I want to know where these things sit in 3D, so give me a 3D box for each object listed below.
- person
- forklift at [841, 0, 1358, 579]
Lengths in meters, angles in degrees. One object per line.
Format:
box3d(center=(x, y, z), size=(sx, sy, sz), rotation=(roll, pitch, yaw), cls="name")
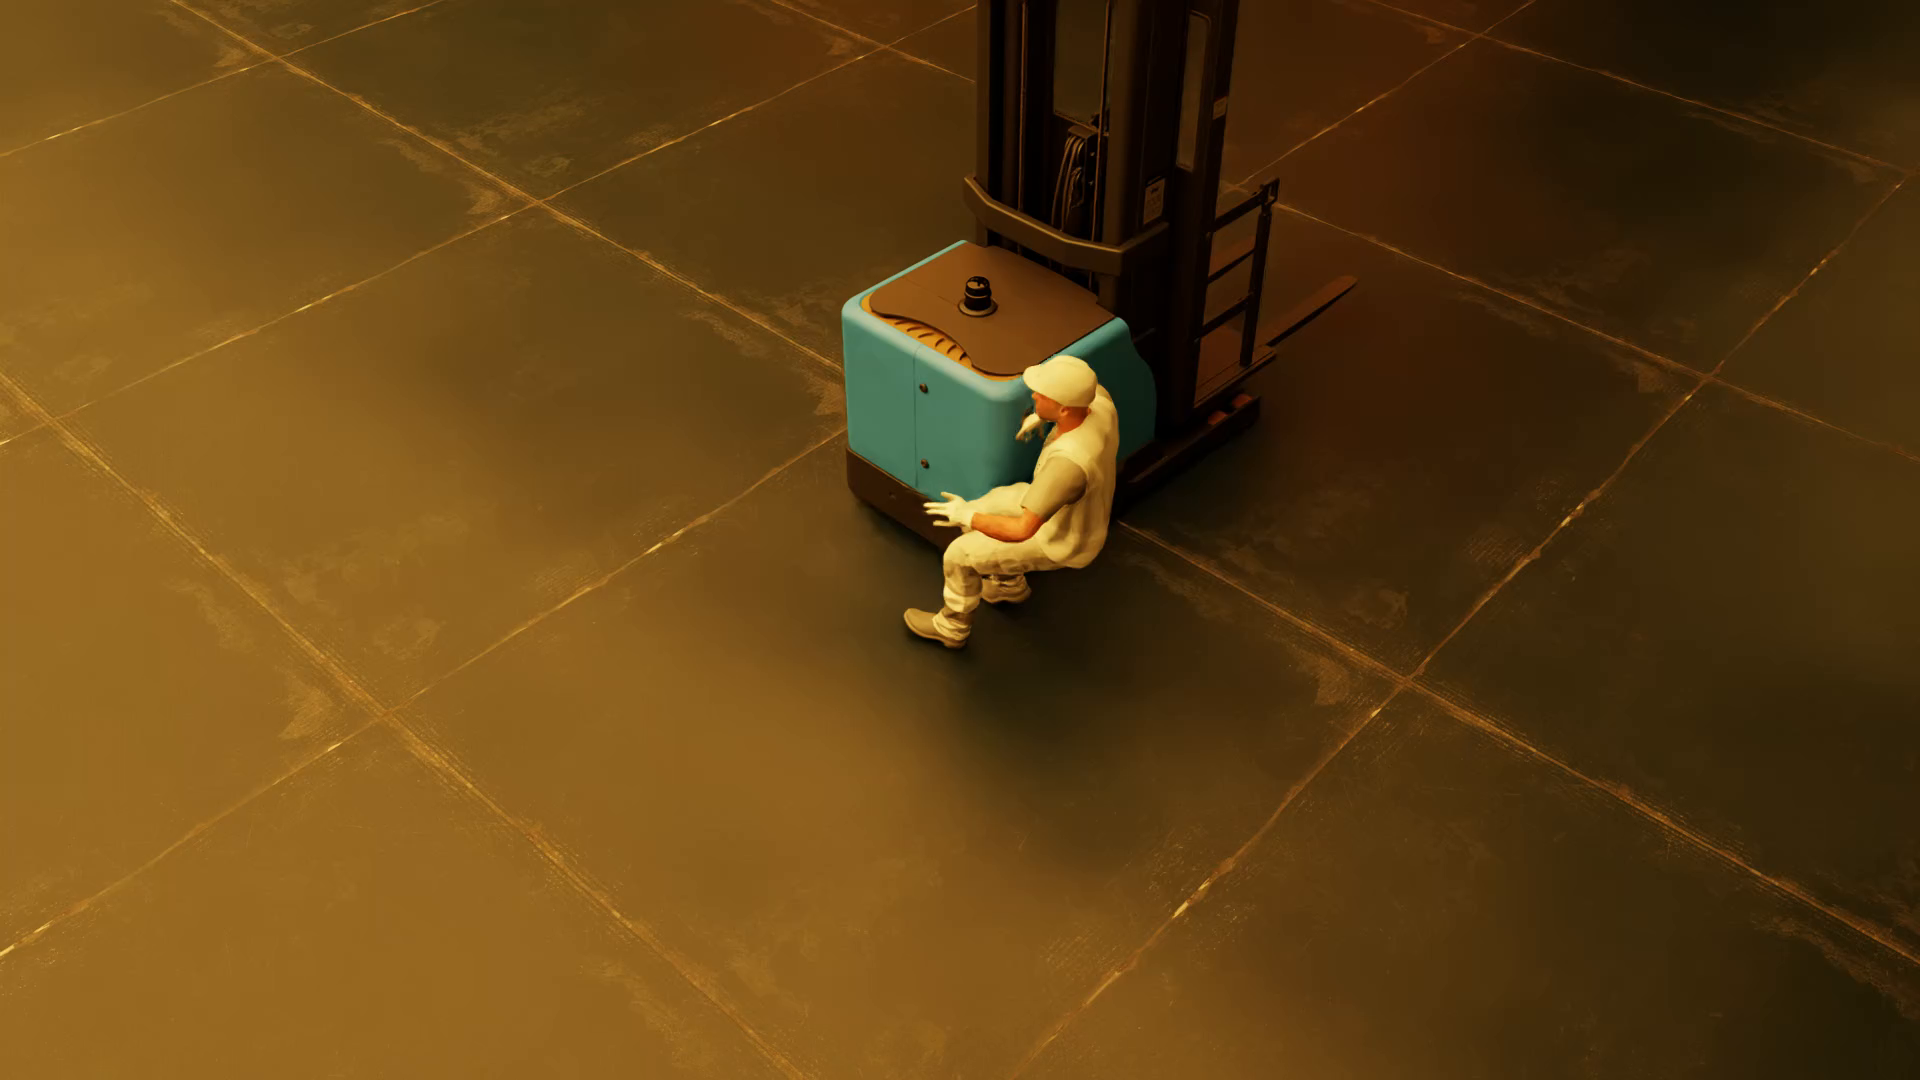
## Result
box3d(center=(0.186, -0.164, 6.650), size=(0.862, 1.487, 0.902), rotation=(6, 41, 7), cls="person")
box3d(center=(0.855, -1.797, 7.523), size=(1.130, 2.935, 3.031), rotation=(32, 50, 32), cls="forklift")
